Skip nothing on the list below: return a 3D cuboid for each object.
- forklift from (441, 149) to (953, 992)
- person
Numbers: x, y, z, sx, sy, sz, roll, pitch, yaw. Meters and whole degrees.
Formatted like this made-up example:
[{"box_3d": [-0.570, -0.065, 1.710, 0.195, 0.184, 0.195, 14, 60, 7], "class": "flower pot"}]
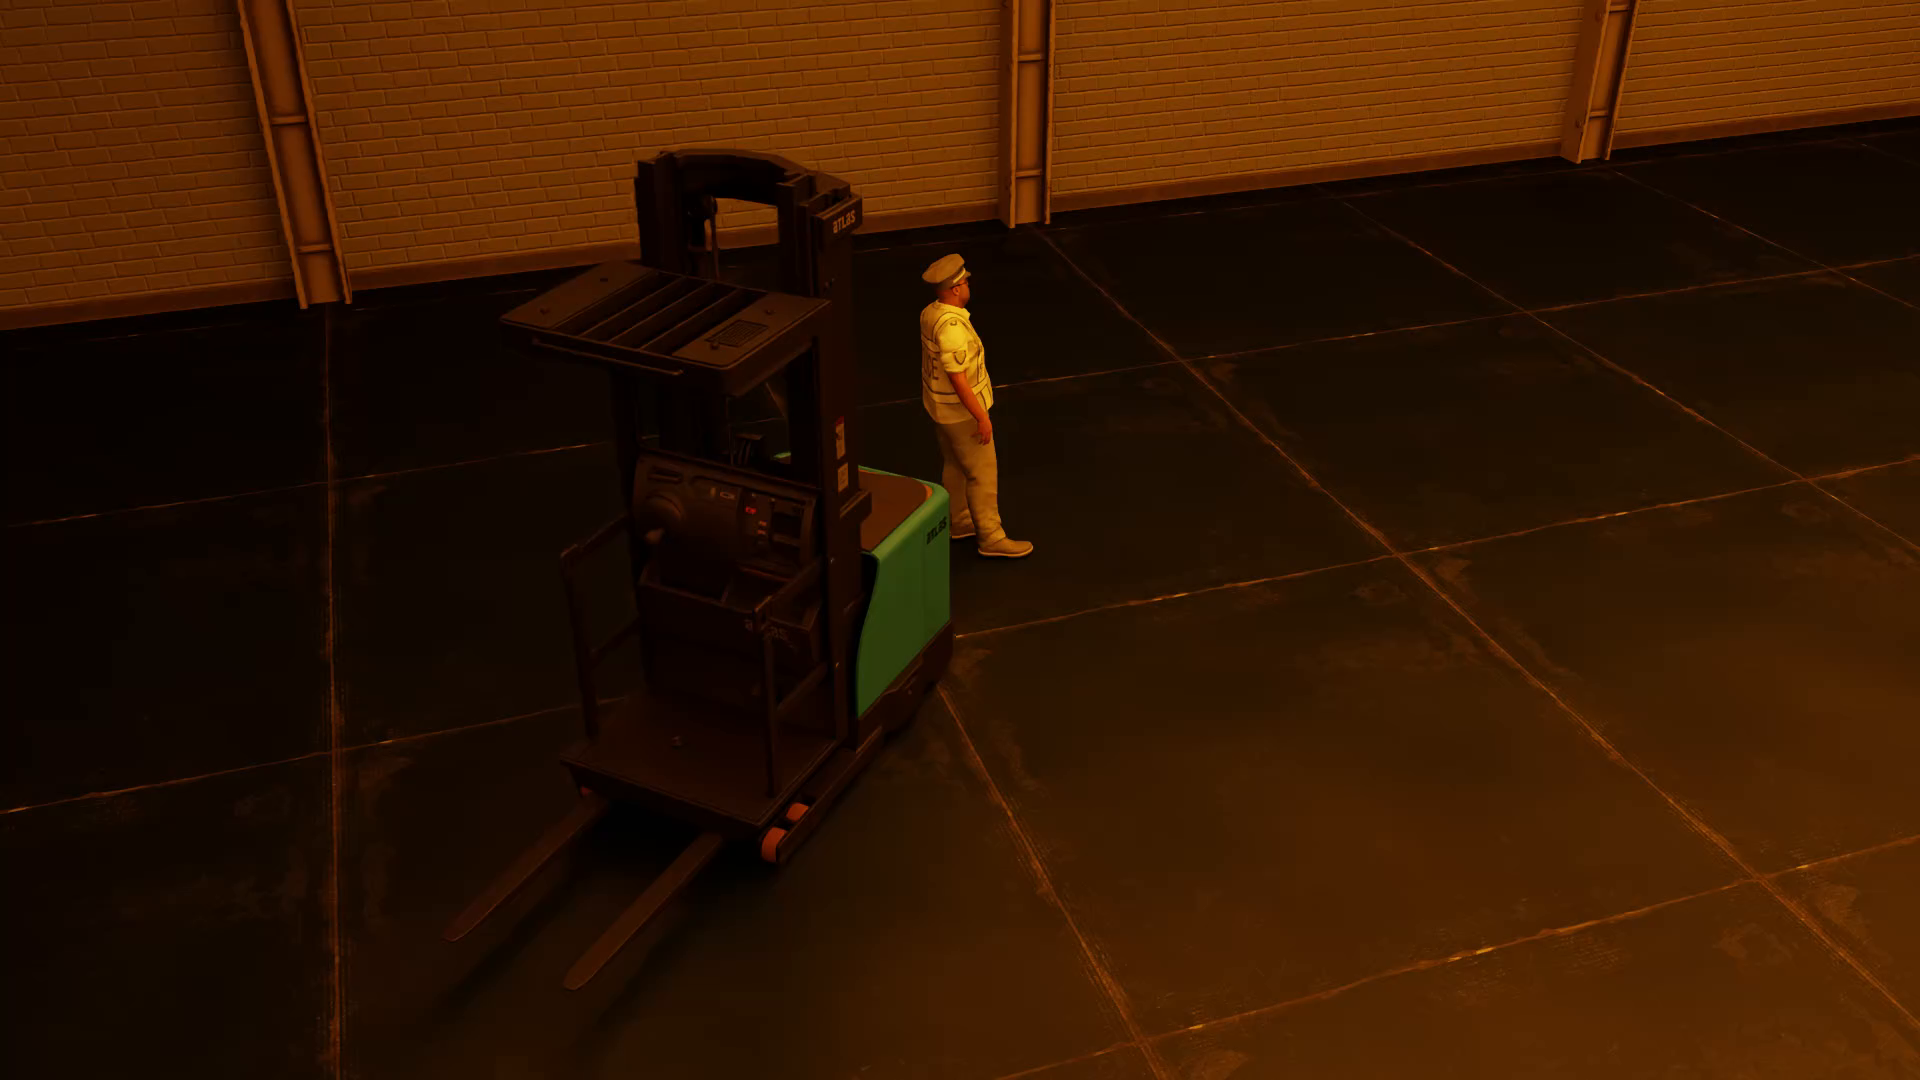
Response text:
[{"box_3d": [-1.143, -0.061, 7.194, 1.130, 2.935, 3.031, 14, 33, 23], "class": "forklift"}, {"box_3d": [0.077, -0.785, 9.590, 0.575, 1.780, 0.640, -10, 31, -16], "class": "person"}]
